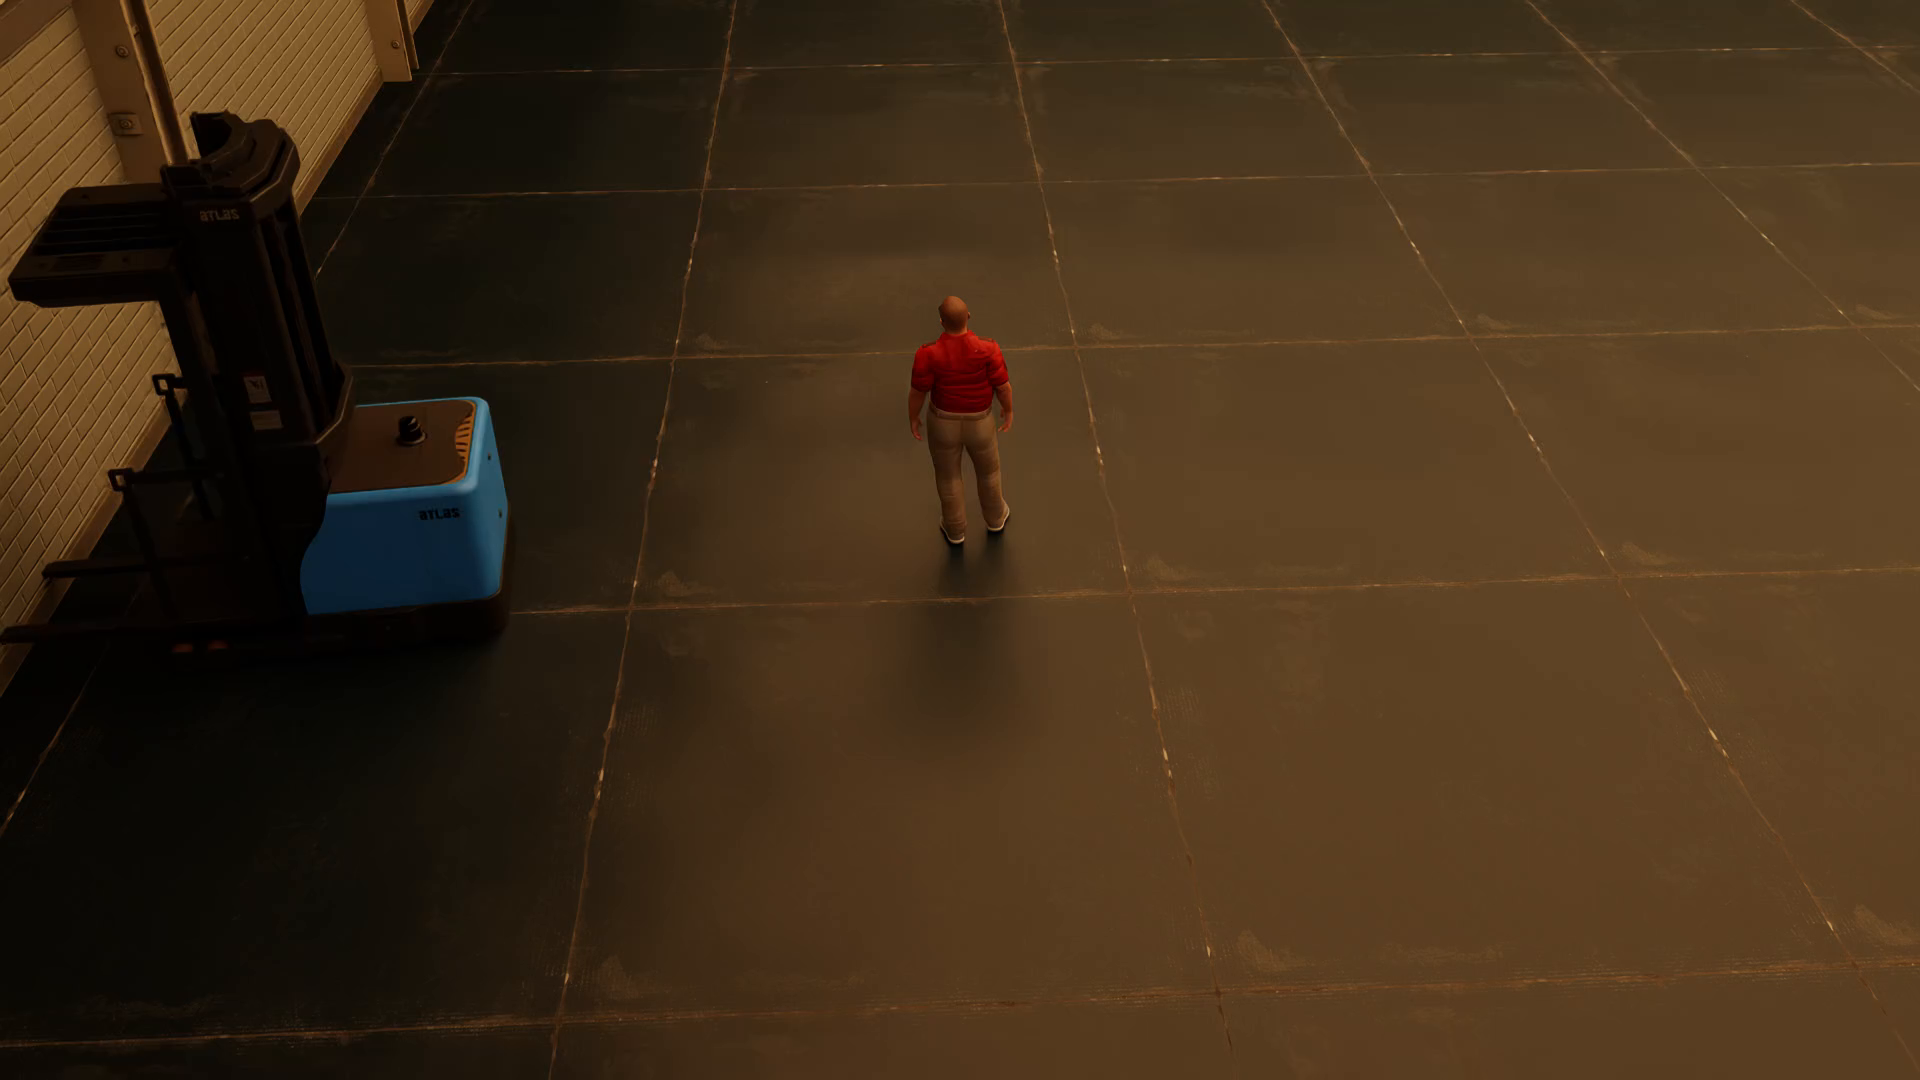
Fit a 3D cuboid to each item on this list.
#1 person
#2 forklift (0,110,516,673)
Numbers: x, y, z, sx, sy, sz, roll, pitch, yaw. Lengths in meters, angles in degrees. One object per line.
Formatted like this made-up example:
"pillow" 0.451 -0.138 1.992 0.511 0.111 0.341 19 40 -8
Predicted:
"person" 0.007 -0.759 10.059 0.641 1.728 0.550 -2 36 -2
"forklift" -4.208 -0.765 9.061 3.031 2.935 1.130 -5 36 -7
